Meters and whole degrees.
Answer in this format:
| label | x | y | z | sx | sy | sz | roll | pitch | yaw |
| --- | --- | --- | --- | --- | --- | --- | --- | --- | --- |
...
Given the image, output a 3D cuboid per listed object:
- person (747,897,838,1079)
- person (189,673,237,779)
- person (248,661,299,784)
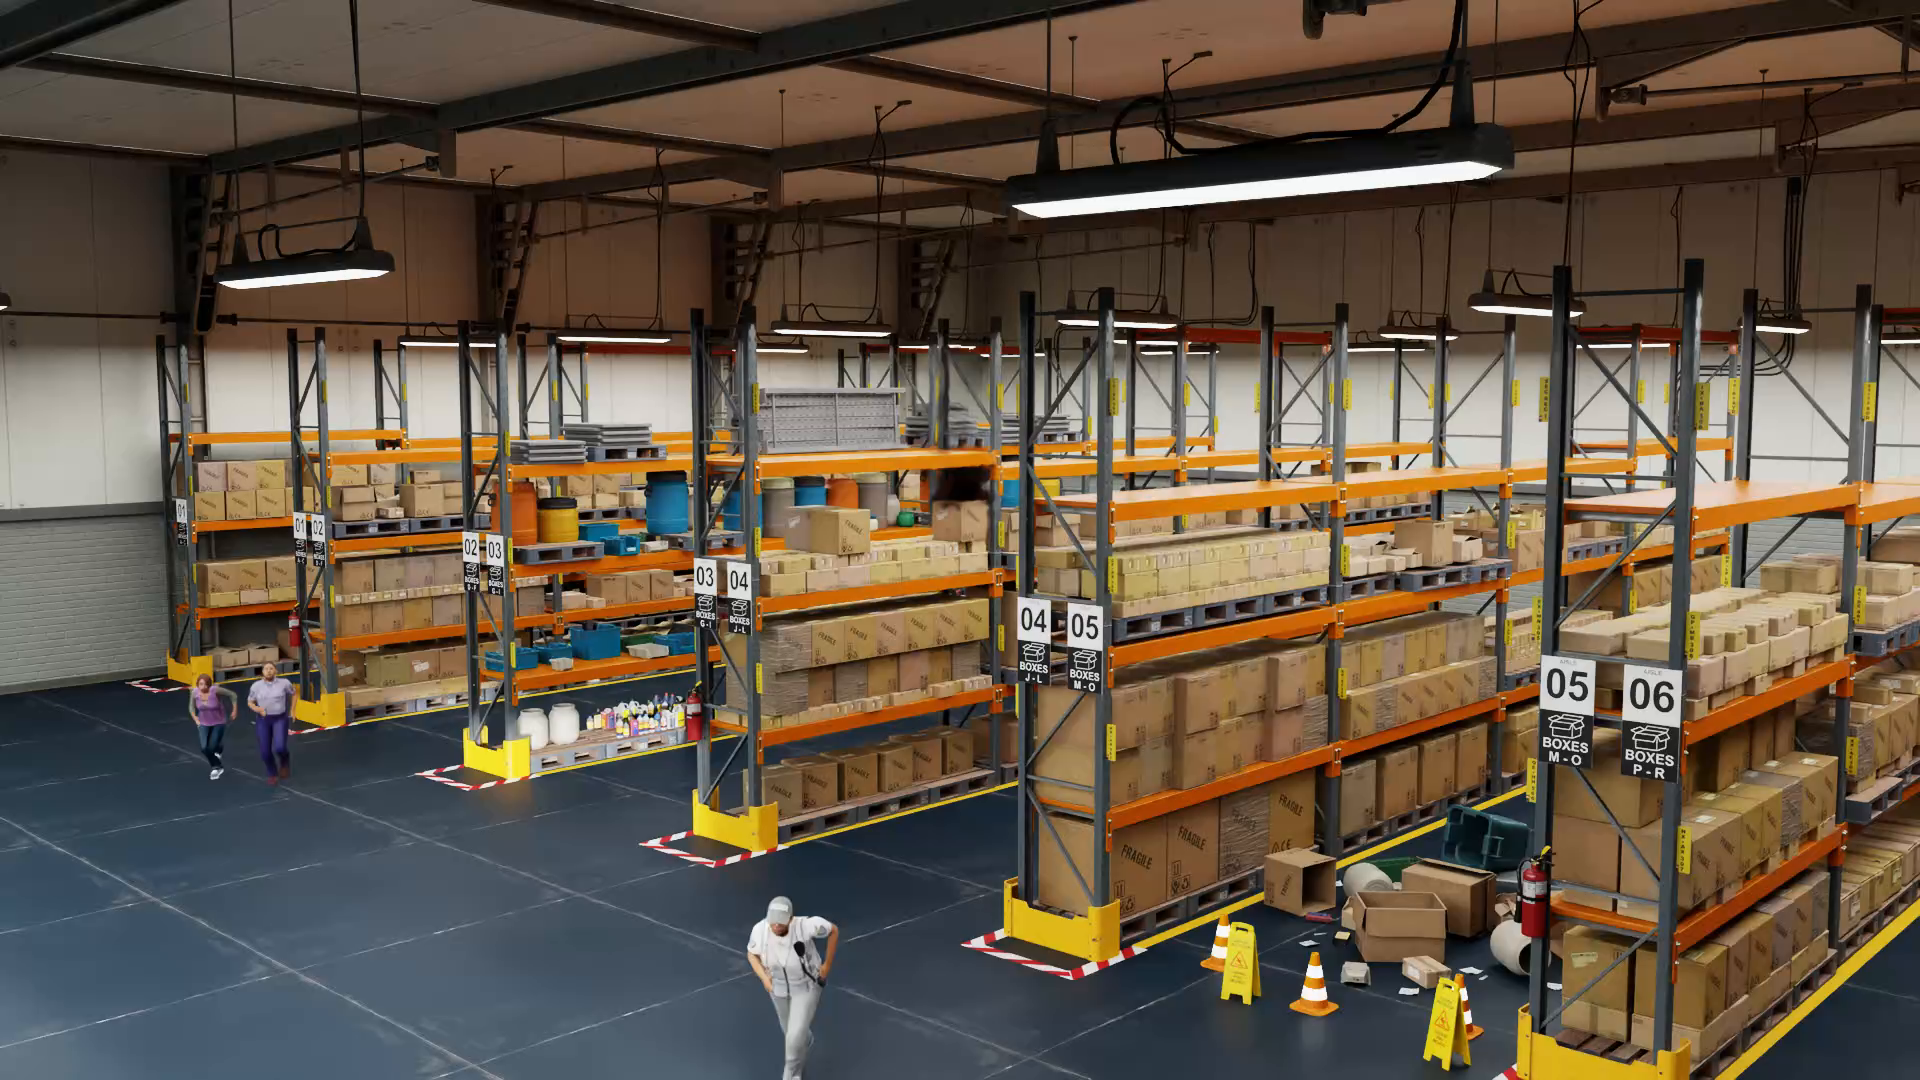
| label | x | y | z | sx | sy | sz | roll | pitch | yaw |
| --- | --- | --- | --- | --- | --- | --- | --- | --- | --- |
| person | -1.192 | 3.279 | 12.054 | 0.649 | 1.627 | 1.034 | 1 | 5 | 7 |
| person | -9.740 | 2.419 | 21.721 | 0.566 | 1.450 | 0.786 | -1 | 5 | -11 |
| person | -8.833 | 2.363 | 21.373 | 0.594 | 1.597 | 0.565 | -2 | 6 | -16 |
